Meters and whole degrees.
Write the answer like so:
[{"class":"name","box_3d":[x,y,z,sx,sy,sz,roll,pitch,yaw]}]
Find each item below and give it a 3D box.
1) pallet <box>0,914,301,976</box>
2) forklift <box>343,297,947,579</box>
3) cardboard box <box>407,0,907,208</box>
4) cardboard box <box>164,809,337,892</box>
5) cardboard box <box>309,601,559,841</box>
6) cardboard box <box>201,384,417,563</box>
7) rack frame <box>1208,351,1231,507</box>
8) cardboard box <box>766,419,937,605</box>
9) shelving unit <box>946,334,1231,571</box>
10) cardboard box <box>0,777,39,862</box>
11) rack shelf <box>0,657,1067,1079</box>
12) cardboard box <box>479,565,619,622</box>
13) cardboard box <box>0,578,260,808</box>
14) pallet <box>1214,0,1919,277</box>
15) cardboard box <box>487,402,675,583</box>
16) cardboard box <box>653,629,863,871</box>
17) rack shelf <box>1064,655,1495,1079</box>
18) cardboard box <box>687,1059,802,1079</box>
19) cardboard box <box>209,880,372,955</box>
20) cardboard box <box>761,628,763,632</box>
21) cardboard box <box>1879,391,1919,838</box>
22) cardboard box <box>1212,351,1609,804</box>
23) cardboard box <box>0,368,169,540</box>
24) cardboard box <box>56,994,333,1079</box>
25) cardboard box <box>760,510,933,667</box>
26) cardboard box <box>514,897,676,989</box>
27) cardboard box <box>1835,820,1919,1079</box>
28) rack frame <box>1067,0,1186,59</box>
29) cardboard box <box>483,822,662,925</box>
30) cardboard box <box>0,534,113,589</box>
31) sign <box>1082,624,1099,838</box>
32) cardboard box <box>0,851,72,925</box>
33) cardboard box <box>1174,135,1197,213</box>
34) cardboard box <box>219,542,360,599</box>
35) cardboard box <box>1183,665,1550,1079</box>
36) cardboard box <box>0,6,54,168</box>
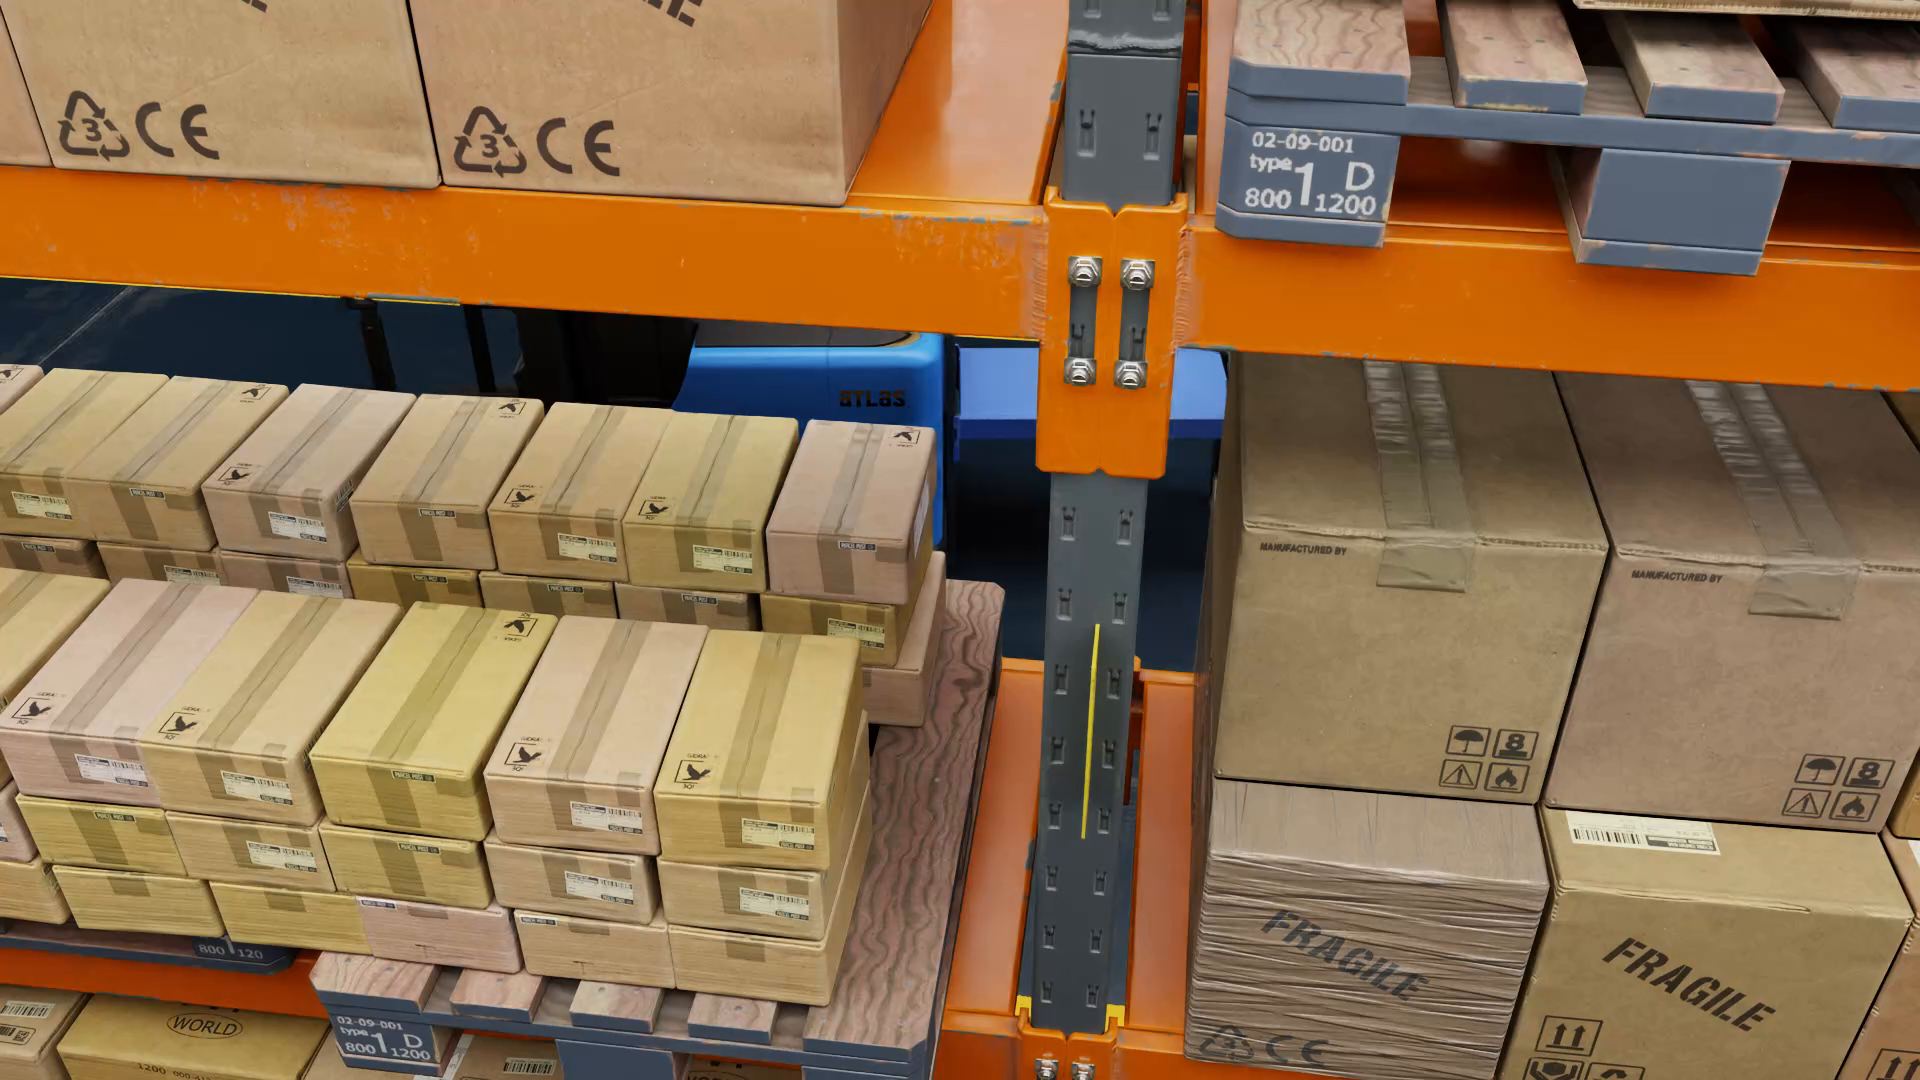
[{"class":"pallet","box_3d":[-1.724,0.354,3.336,1.213,0.211,1.003,4,36,6]},{"class":"forklift","box_3d":[-1.563,-1.192,5.397,3.031,2.935,1.130,0,36,0]},{"class":"cardboard box","box_3d":[-0.354,-0.758,2.062,0.500,0.500,0.500,4,36,6]},{"class":"cardboard box","box_3d":[-1.078,0.380,2.735,0.250,0.149,0.380,4,36,6]},{"class":"cardboard box","box_3d":[-0.809,0.277,2.622,0.250,0.149,0.380,5,36,7]},{"class":"cardboard box","box_3d":[-1.230,-0.135,3.200,0.250,0.149,0.380,6,36,8]},{"class":"rack frame","box_3d":[0.985,-0.643,5.860,0.032,1.500,0.500,0,36,0]},{"class":"cardboard box","box_3d":[-0.194,-0.058,3.092,0.250,0.149,0.380,4,36,6]},{"class":"shelving unit","box_3d":[0.477,-0.643,5.860,1.048,1.500,0.538,0,36,0]},{"class":"cardboard box","box_3d":[-1.583,0.341,2.789,0.250,0.149,0.380,5,36,7]},{"class":"rack shelf","box_3d":[-1.739,0.544,3.525,4.000,0.370,1.077,4,36,6]},{"class":"cardboard box","box_3d":[-0.744,0.021,3.237,0.250,0.149,0.380,3,36,4]},{"class":"cardboard box","box_3d":[-1.312,0.238,2.677,0.250,0.149,0.380,4,36,6]},{"class":"pallet","box_3d":[0.890,-0.728,2.268,1.003,0.211,1.213,6,36,8]},{"class":"cardboard box","box_3d":[-0.699,-0.097,3.146,0.250,0.149,0.380,4,36,6]},{"class":"cardboard box","box_3d":[-0.300,0.316,2.567,0.250,0.149,0.380,3,36,4]},{"class":"rack shelf","box_3d":[2.228,0.840,3.110,4.000,0.370,1.077,4,36,6]},{"class":"cardboard box","box_3d":[-0.467,1.041,3.354,0.500,0.250,0.500,3,36,5]},{"class":"cardboard box","box_3d":[-1.051,0.500,2.822,0.250,0.149,0.380,4,36,5]},{"class":"cardboard box","box_3d":[-0.440,0.161,3.297,0.250,0.149,0.380,6,36,8]},{"class":"cardboard box","box_3d":[1.699,0.064,2.632,0.500,0.500,0.700,4,36,5]},{"class":"cardboard box","box_3d":[0.689,-0.010,2.734,0.500,0.500,0.700,4,36,6]},{"class":"cardboard box","box_3d":[-1.740,-0.174,3.255,0.250,0.149,0.380,4,36,5]},{"class":"cardboard box","box_3d":[-1.472,0.963,3.463,0.500,0.250,0.500,5,36,7]},{"class":"cardboard box","box_3d":[-0.209,0.058,3.185,0.250,0.149,0.380,6,36,8]},{"class":"cardboard box","box_3d":[-0.549,0.539,2.767,0.250,0.149,0.380,4,36,6]},{"class":"cardboard box","box_3d":[1.660,0.621,2.712,0.500,0.500,0.500,4,36,6]},{"class":"rack frame","box_3d":[0.245,-2.043,1.366,0.127,3.000,1.000,4,36,6]},{"class":"cardboard box","box_3d":[-0.568,0.416,2.683,0.250,0.149,0.380,6,36,8]},{"class":"cardboard box","box_3d":[-1.755,-0.054,3.343,0.250,0.149,0.380,6,36,8]},{"class":"sign","box_3d":[0.185,0.273,2.356,0.005,0.325,0.100,4,36,6]},{"class":"cardboard box","box_3d":[-1.575,0.461,2.877,0.250,0.149,0.380,5,36,7]},{"class":"cardboard box","box_3d":[1.334,-1.514,7.690,0.625,0.372,0.950,2,36,3]},{"class":"cardboard box","box_3d":[-1.241,-0.016,3.289,0.250,0.149,0.380,4,36,6]},{"class":"cardboard box","box_3d":[0.655,0.547,2.815,0.500,0.500,0.500,5,36,6]},{"class":"cardboard box","box_3d":[-1.347,-0.827,2.159,0.500,0.500,0.500,4,36,6]}]
